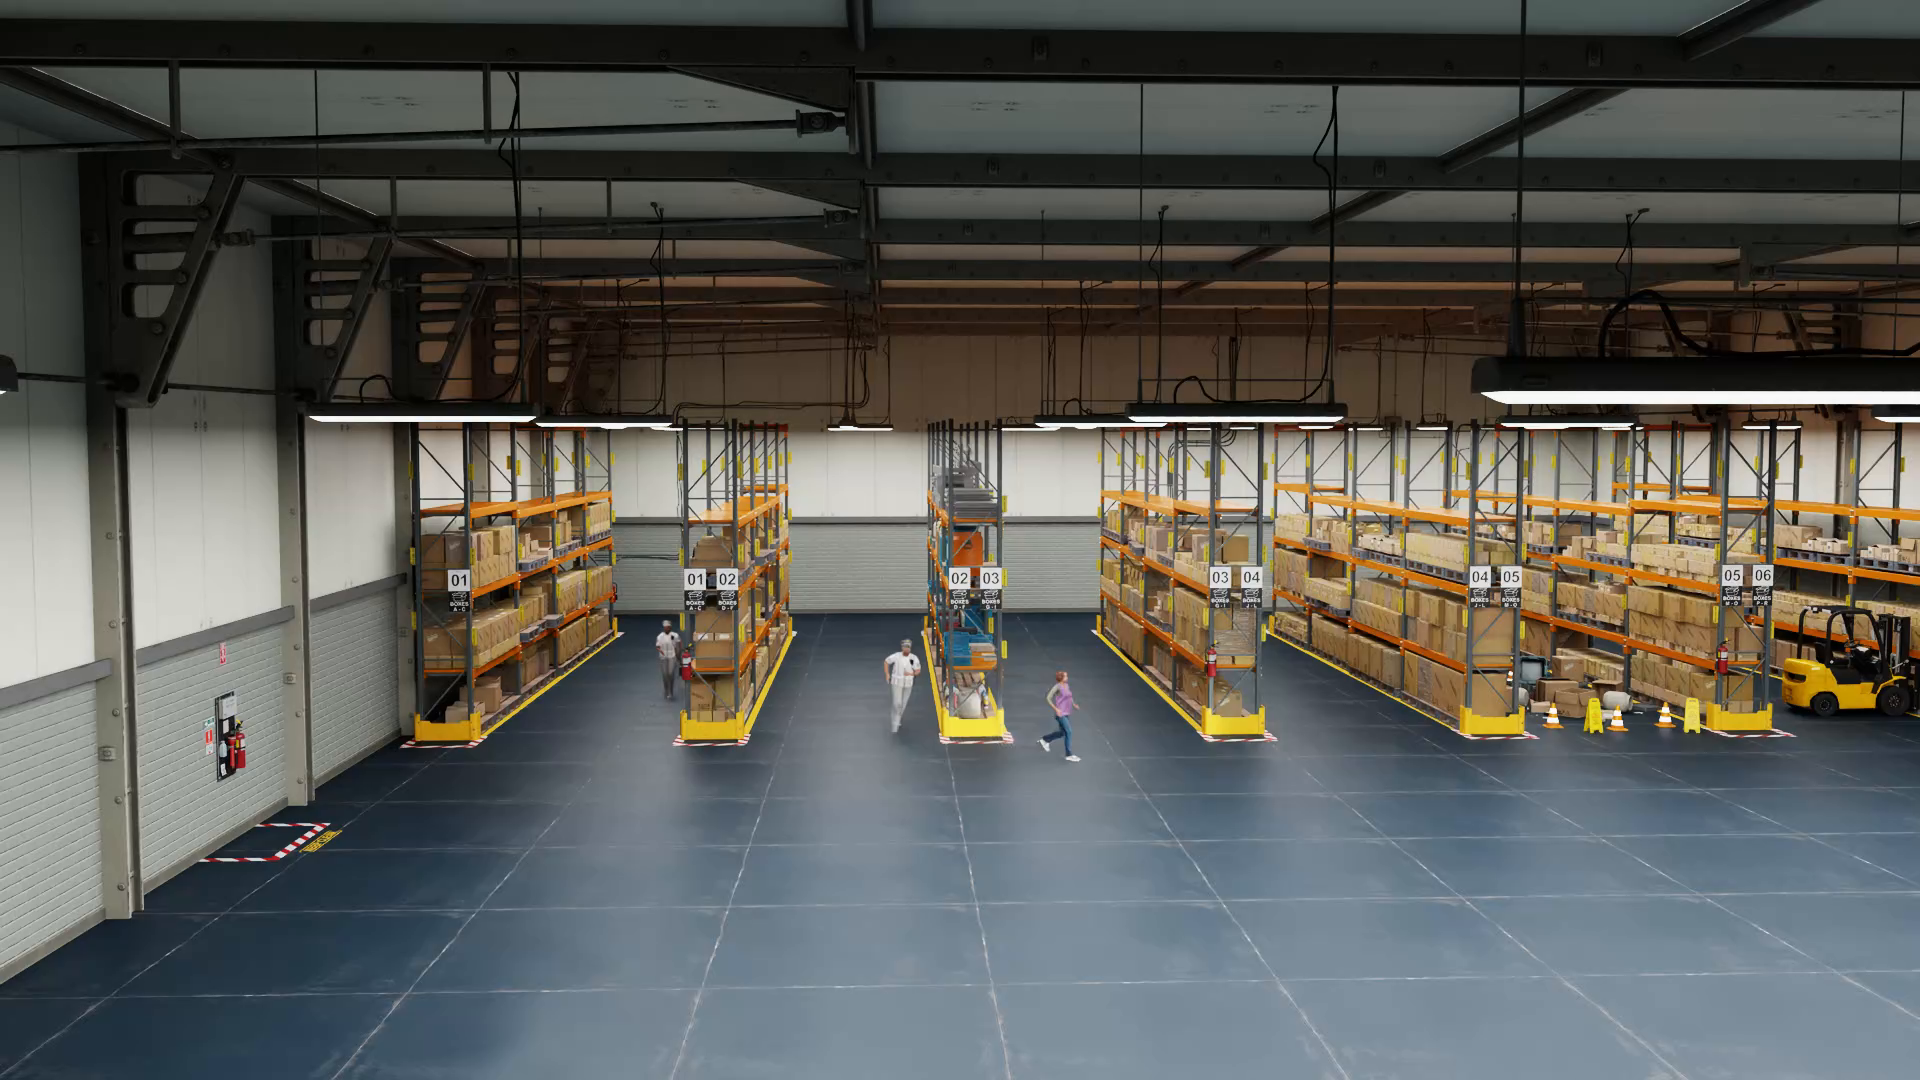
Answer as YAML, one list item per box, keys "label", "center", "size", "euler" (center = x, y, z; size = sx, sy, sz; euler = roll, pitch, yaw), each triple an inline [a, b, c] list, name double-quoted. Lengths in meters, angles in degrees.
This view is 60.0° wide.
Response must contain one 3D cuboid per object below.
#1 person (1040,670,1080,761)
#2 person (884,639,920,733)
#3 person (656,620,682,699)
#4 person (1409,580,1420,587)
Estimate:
- label: "person"
  center: [1.743, 3.061, 29.134]
  size: [0.823, 1.577, 0.565]
  euler: [2, 4, 31]
- label: "person"
  center: [-1.108, 2.825, 32.106]
  size: [0.653, 1.846, 0.707]
  euler: [-1, 4, -17]
- label: "person"
  center: [-6.318, 2.589, 36.028]
  size: [0.528, 1.717, 0.727]
  euler: [0, 4, 1]
- label: "person"
  center: [13.459, 1.701, 49.359]
  size: [0.564, 1.723, 0.706]
  euler: [0, 4, 1]
